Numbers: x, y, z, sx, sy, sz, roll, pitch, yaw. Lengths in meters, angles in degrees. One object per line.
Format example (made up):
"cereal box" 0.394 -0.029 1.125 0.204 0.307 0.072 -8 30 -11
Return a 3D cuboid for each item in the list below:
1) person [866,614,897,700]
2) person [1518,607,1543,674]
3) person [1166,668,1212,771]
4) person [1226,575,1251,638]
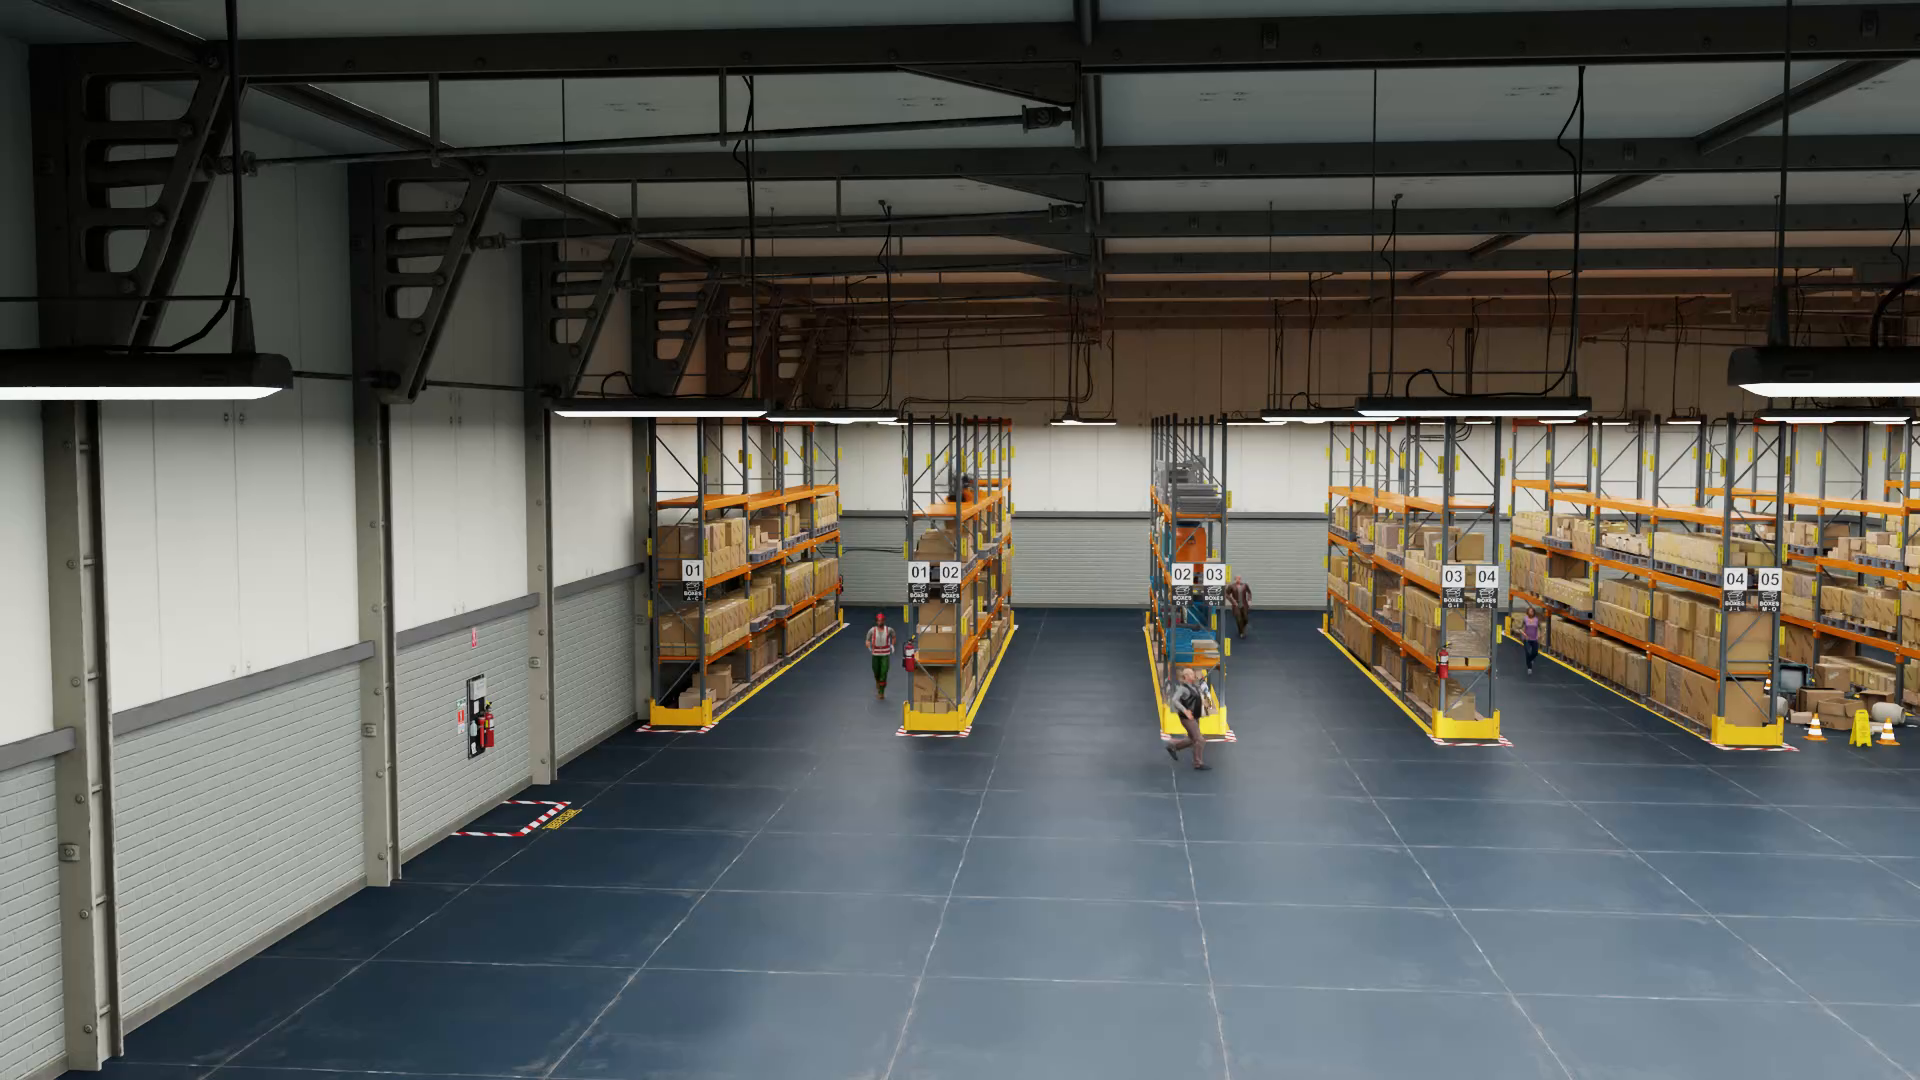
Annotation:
"person" -1.677 2.454 35.370 0.656 1.783 0.899 0 4 -1
"person" 13.319 2.344 38.824 0.567 1.535 0.571 1 4 9
"person" 3.830 2.999 27.887 0.860 1.693 0.670 2 4 29
"person" 7.621 1.805 45.490 0.740 1.733 0.605 0 4 -4
